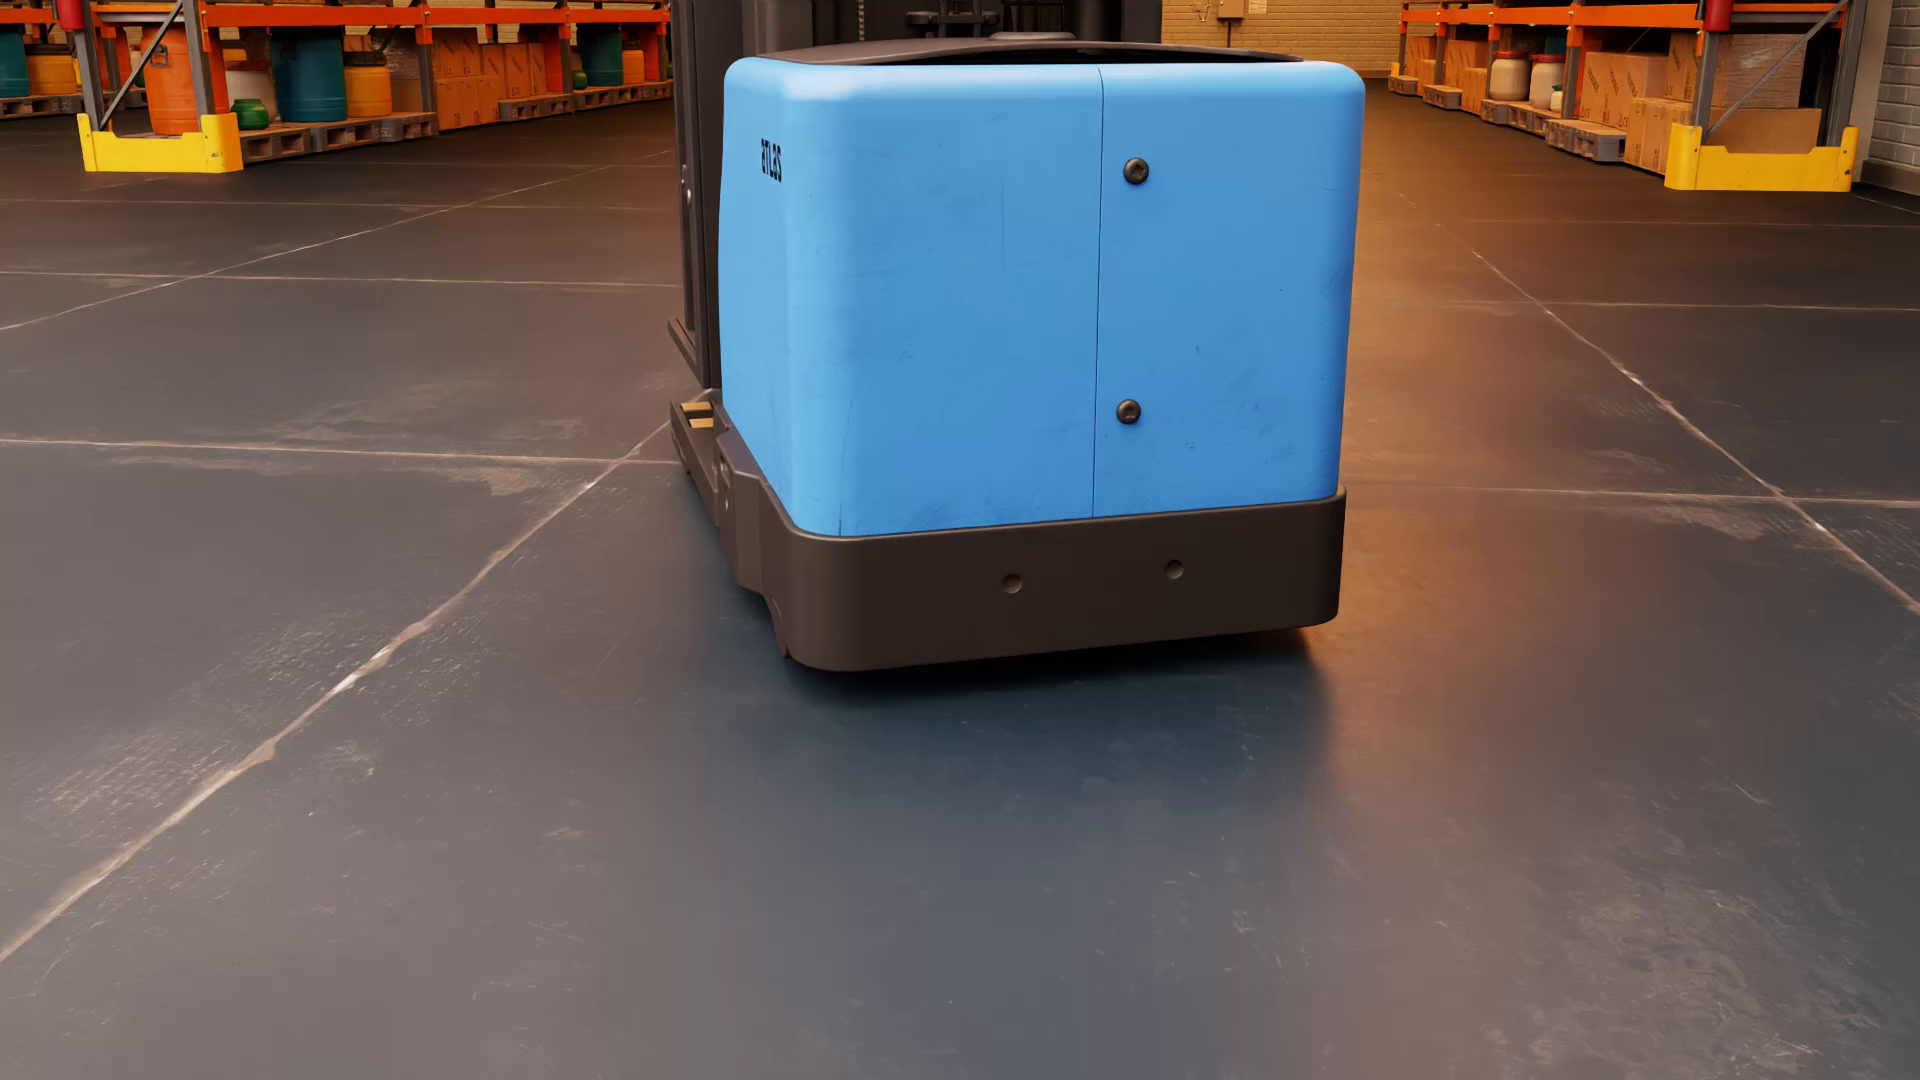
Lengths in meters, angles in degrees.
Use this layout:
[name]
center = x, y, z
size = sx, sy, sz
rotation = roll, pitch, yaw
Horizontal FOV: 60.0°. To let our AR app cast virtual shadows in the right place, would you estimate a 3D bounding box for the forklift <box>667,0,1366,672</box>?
[forklift]
center = -0.159, -1.575, 3.946
size = 1.130, 2.935, 3.031
rotation = -5, 18, -14
